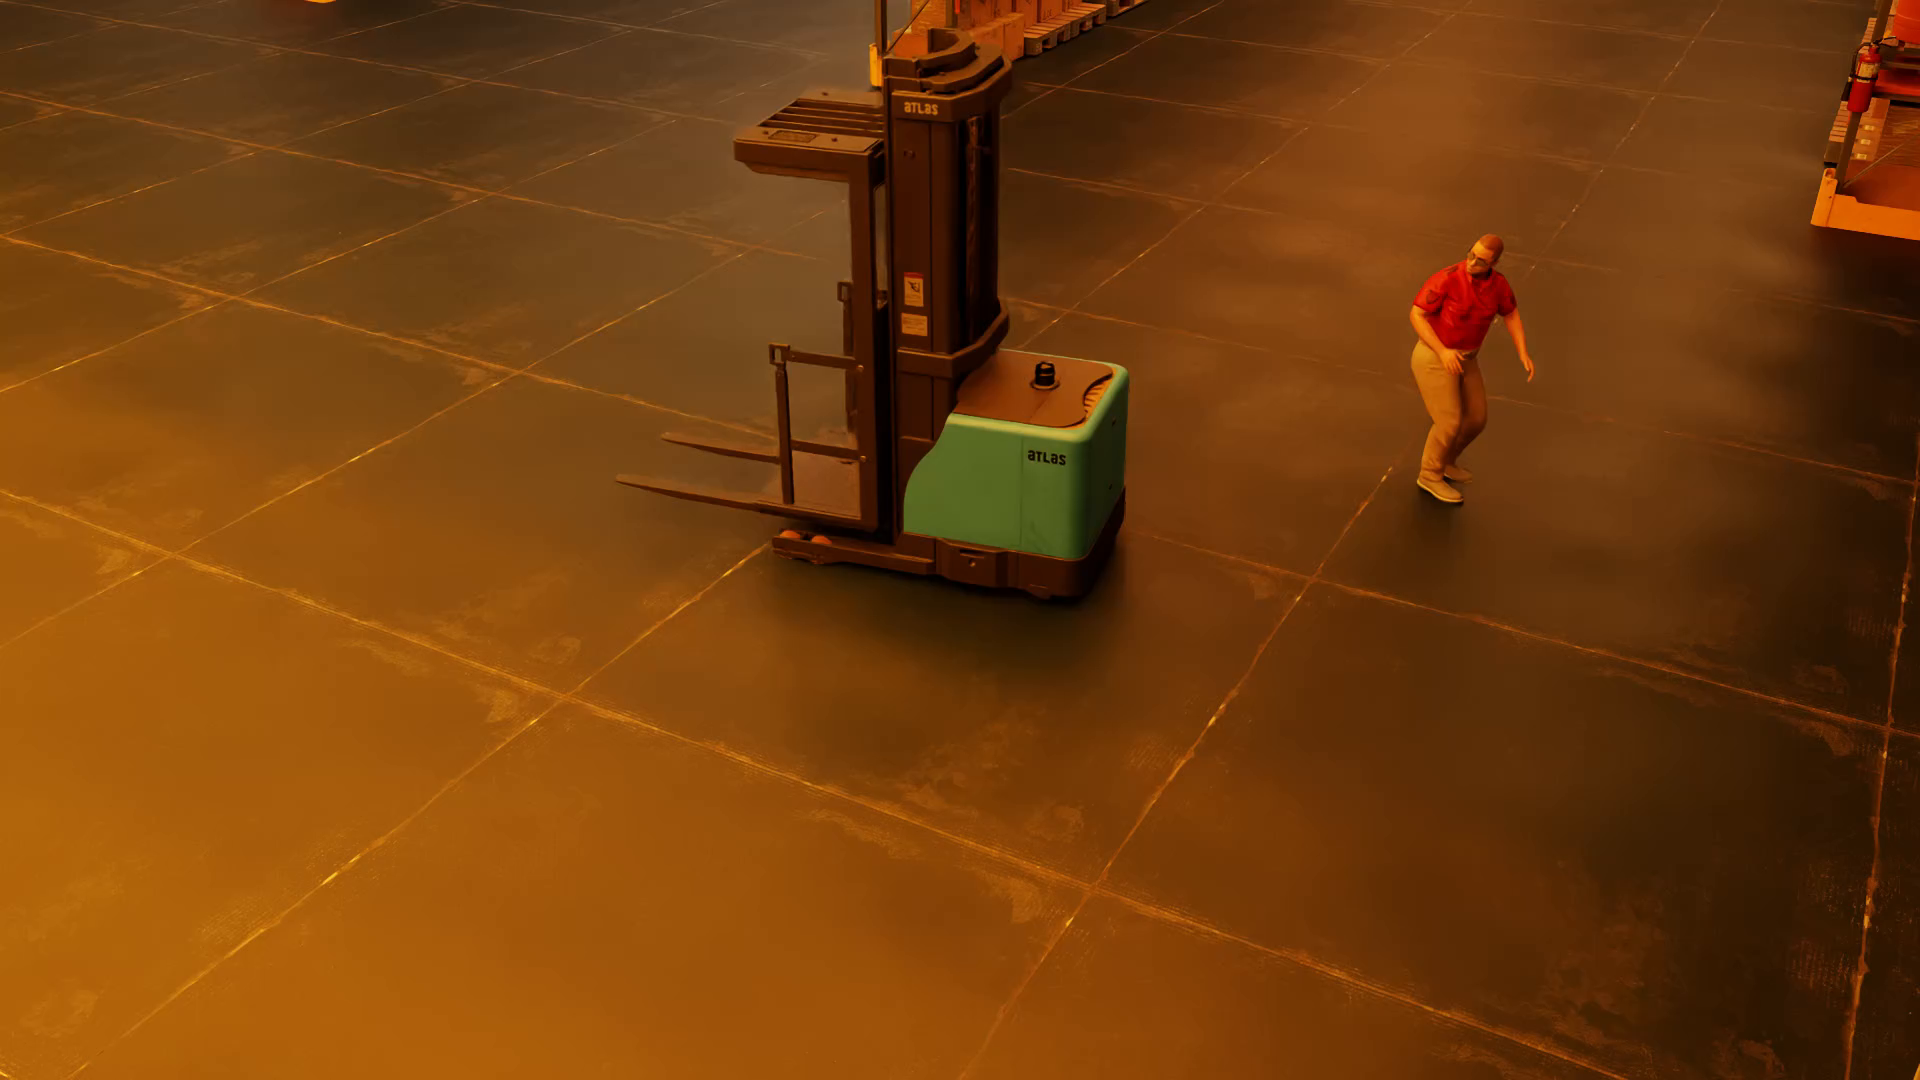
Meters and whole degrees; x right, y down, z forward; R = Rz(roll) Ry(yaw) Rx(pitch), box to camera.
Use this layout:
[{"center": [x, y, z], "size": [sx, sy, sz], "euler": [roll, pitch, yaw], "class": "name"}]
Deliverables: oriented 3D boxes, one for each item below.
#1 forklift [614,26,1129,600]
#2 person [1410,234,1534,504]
[{"center": [-0.584, -1.363, 9.432], "size": [3.031, 2.935, 1.130], "euler": [10, 31, 16], "class": "forklift"}, {"center": [3.108, -1.071, 10.216], "size": [0.771, 1.679, 0.544], "euler": [-15, 33, -24], "class": "person"}]
